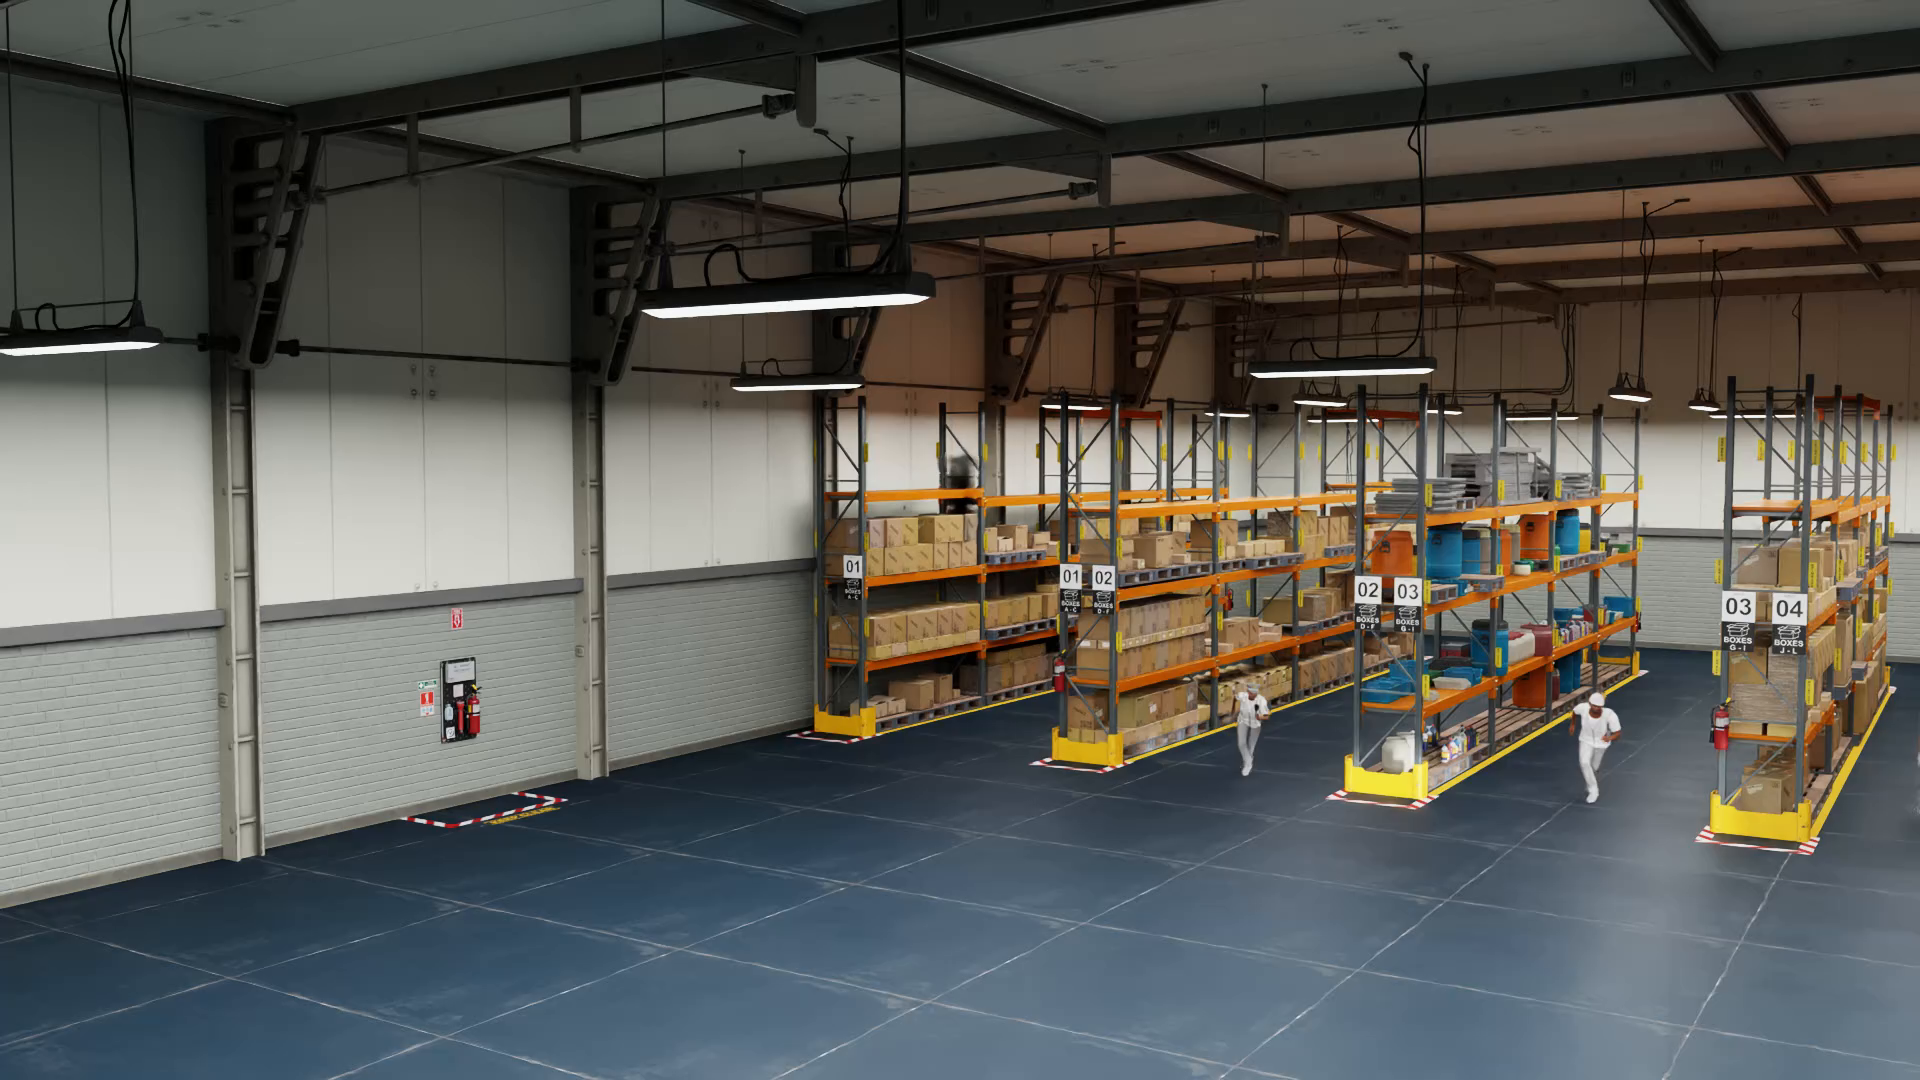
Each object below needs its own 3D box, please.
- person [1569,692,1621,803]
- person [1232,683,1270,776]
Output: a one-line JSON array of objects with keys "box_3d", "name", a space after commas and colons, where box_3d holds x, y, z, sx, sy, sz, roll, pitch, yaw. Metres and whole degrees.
[{"box_3d": [9.119, 2.930, 23.894, 0.707, 1.583, 1.105, 1, 3, 22], "name": "person"}, {"box_3d": [4.508, 2.902, 25.816, 0.585, 1.461, 1.050, 1, 3, 10], "name": "person"}]
